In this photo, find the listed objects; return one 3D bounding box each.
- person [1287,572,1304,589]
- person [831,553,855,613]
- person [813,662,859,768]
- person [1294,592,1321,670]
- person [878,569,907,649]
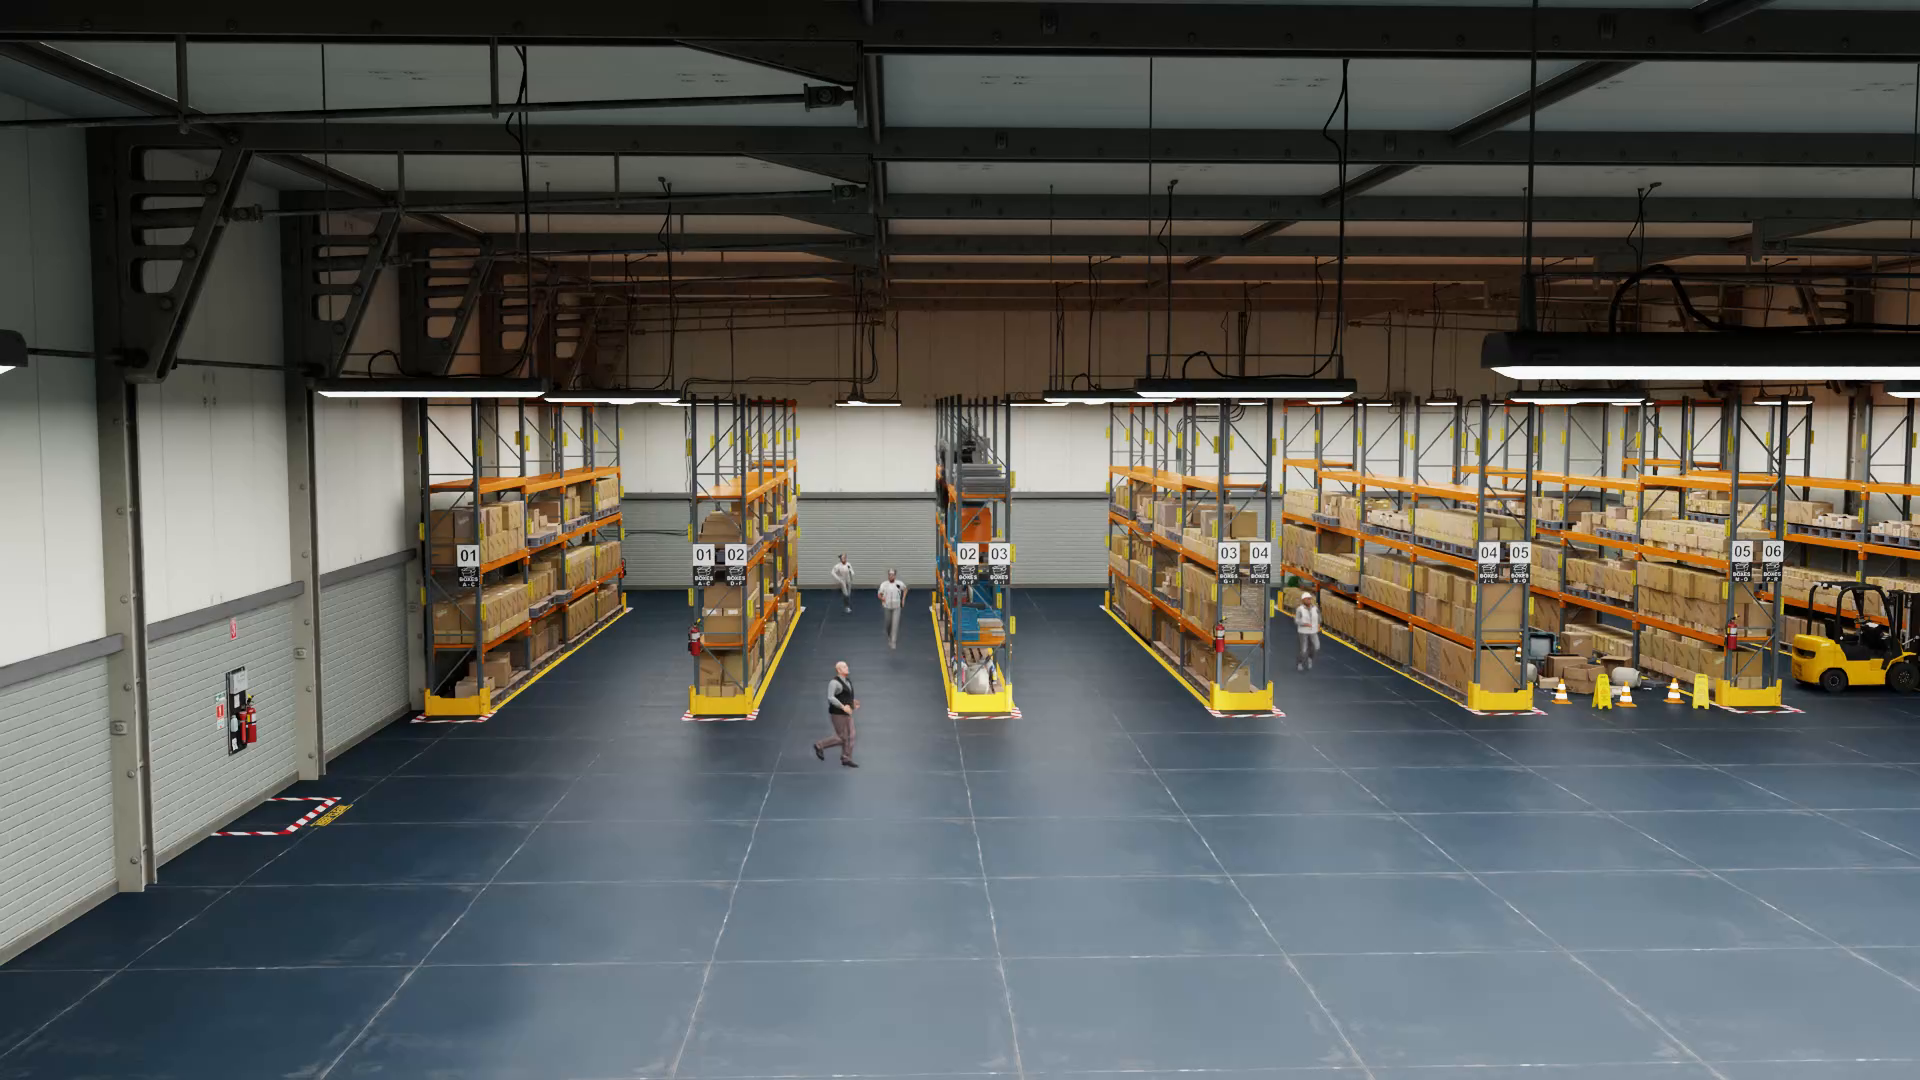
[{"bbox_3d":[9.903,1.003,49.128,0.705,1.703,0.728,3,5,34],"label":"person"},{"bbox_3d":[-3.241,1.223,46.694,0.613,1.720,0.662,-2,5,-28],"label":"person"},{"bbox_3d":[-1.951,2.790,26.677,0.723,1.710,0.667,2,5,20],"label":"person"},{"bbox_3d":[7.582,1.998,36.160,0.680,1.728,0.794,-1,5,-8],"label":"person"},{"bbox_3d":[-1.556,1.555,38.173,0.675,1.786,0.869,0,4,1],"label":"person"}]
